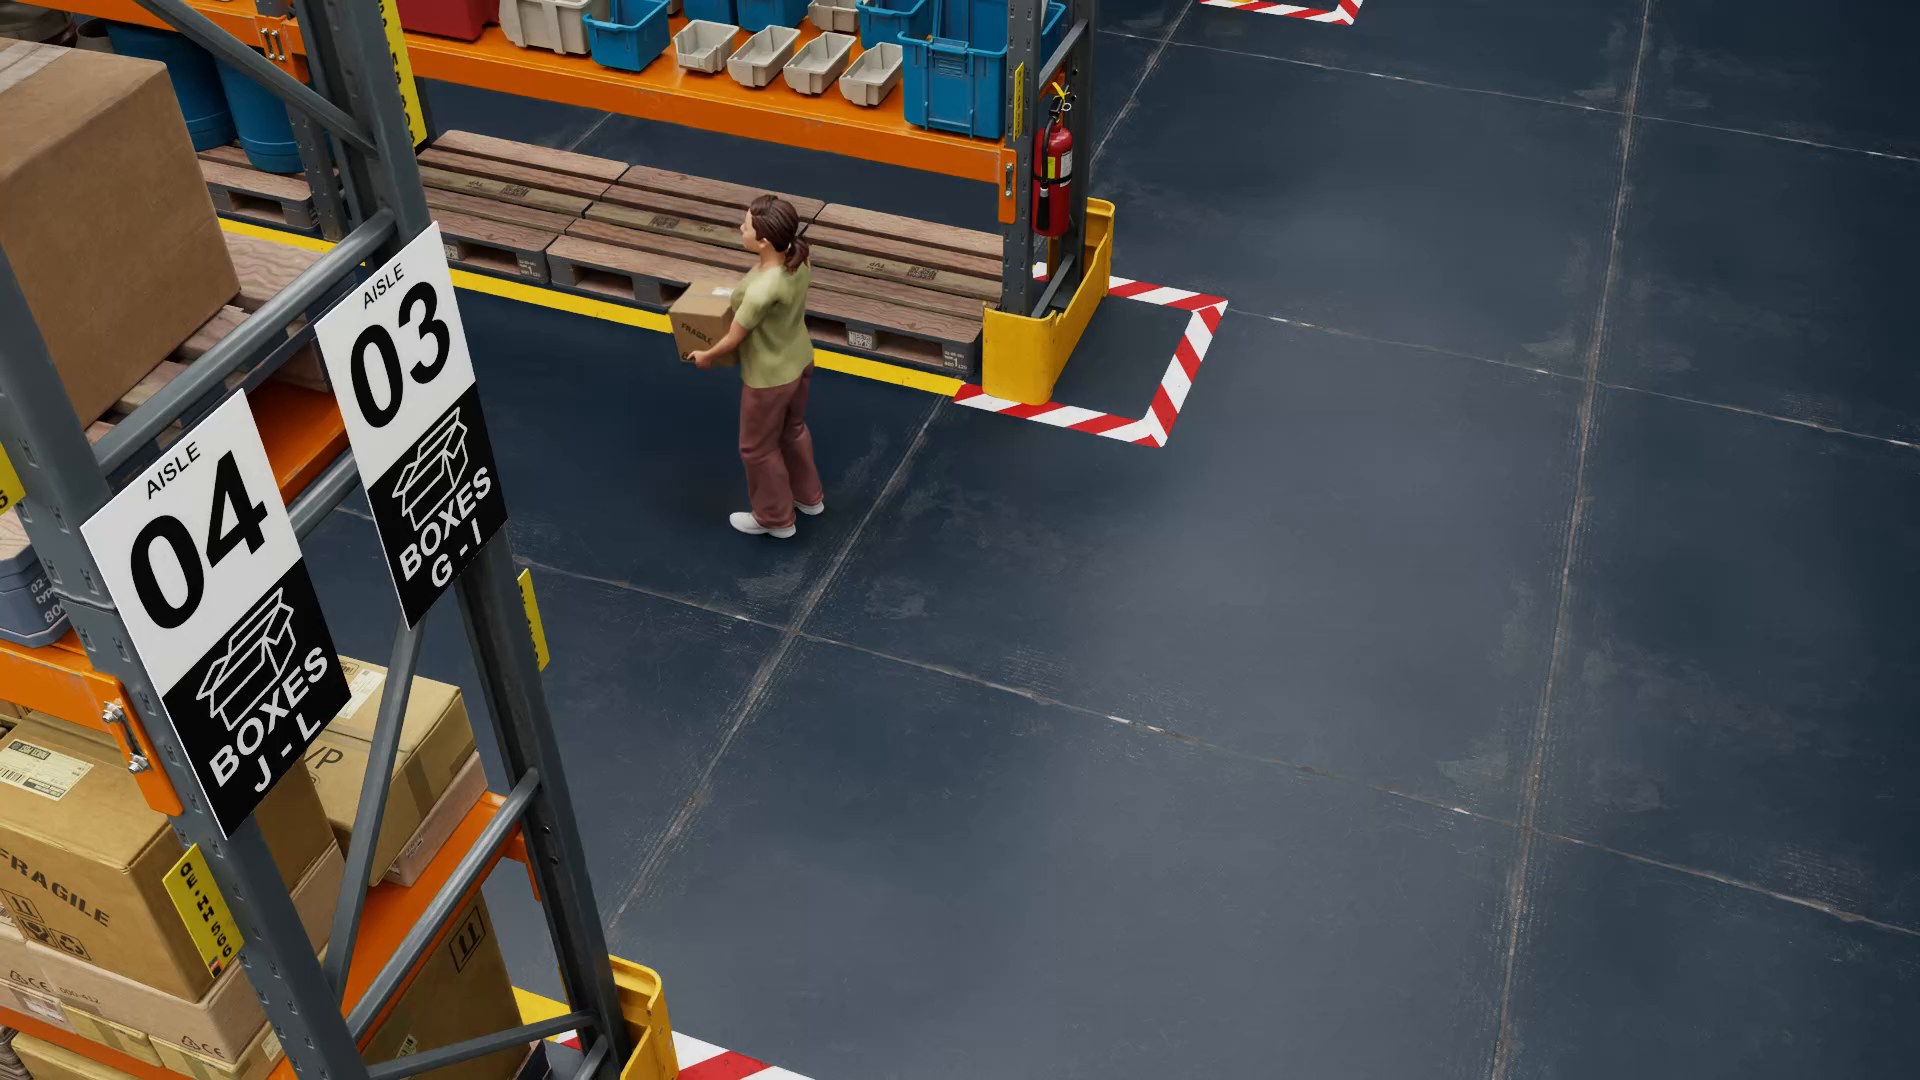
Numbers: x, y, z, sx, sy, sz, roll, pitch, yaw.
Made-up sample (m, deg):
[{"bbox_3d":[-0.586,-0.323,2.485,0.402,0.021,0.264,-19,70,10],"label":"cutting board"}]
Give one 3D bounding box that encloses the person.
[{"bbox_3d":[-0.837,-0.719,6.977,0.541,1.667,0.424,14,44,15],"label":"person"}]
